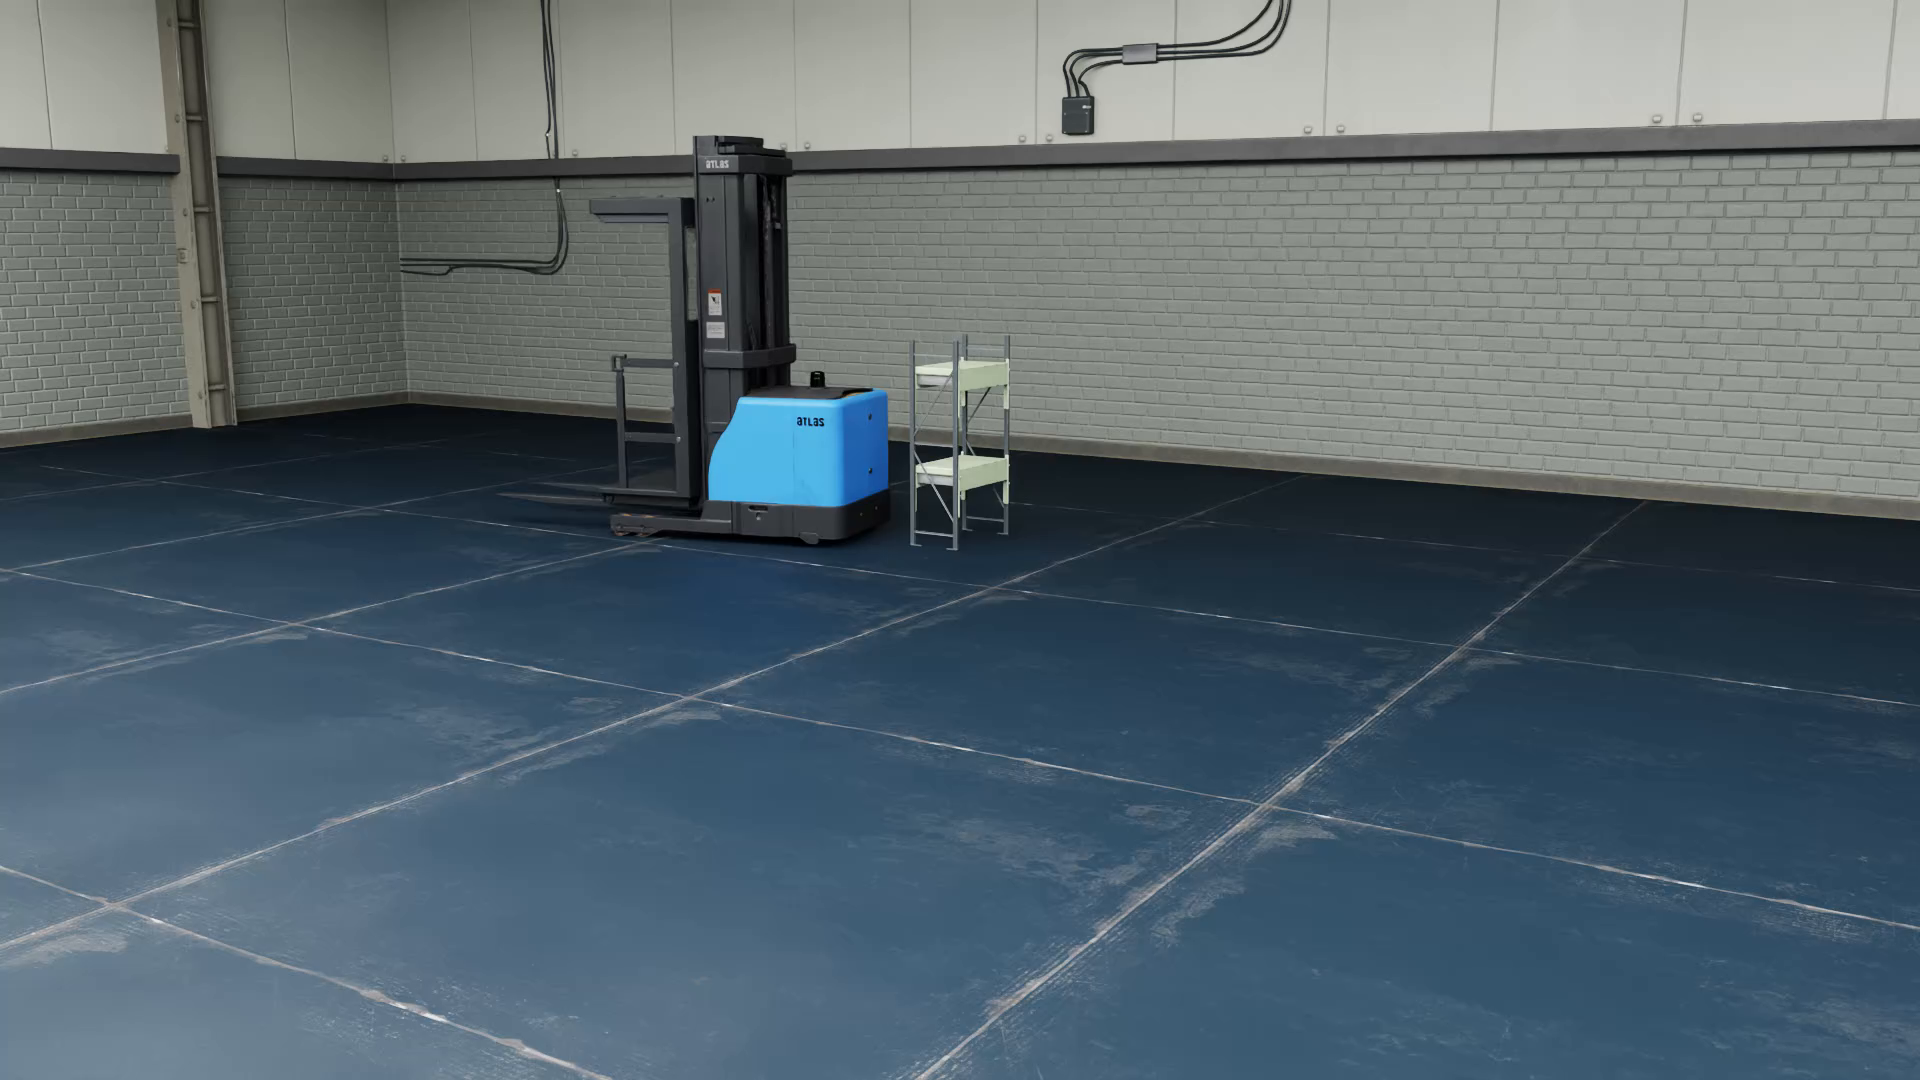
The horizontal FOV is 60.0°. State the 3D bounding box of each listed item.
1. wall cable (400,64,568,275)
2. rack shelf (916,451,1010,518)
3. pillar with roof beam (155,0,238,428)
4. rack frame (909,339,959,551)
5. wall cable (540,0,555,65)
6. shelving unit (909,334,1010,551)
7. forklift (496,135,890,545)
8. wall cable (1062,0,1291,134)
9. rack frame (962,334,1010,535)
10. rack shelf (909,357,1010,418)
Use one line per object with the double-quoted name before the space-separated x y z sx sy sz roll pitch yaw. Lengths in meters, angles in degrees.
"wall cable" -6.096 -4.576 20.794 3.097 2.526 0.112 6 12 31
"rack shelf" 0.003 -0.418 12.296 0.431 0.370 0.720 6 12 31
"pillar with roof beam" -5.077 -5.354 16.511 9.100 9.000 0.400 6 12 31
"rack frame" -0.187 -0.681 11.929 0.400 1.500 0.023 6 12 31
"wall cable" -3.784 -6.800 18.949 3.097 2.526 0.112 6 12 31
"shelving unit" 0.003 -0.738 12.236 0.431 1.500 0.755 6 12 31
"forklift" -2.112 -1.547 12.669 3.031 2.935 1.130 4 11 19
"wall cable" 2.009 -6.864 15.337 2.305 6.003 0.169 6 12 31
"rack frame" 0.193 -0.796 12.544 0.400 1.500 0.023 6 12 31
"rack shelf" 0.003 -1.122 12.164 0.431 0.370 0.720 6 12 31
